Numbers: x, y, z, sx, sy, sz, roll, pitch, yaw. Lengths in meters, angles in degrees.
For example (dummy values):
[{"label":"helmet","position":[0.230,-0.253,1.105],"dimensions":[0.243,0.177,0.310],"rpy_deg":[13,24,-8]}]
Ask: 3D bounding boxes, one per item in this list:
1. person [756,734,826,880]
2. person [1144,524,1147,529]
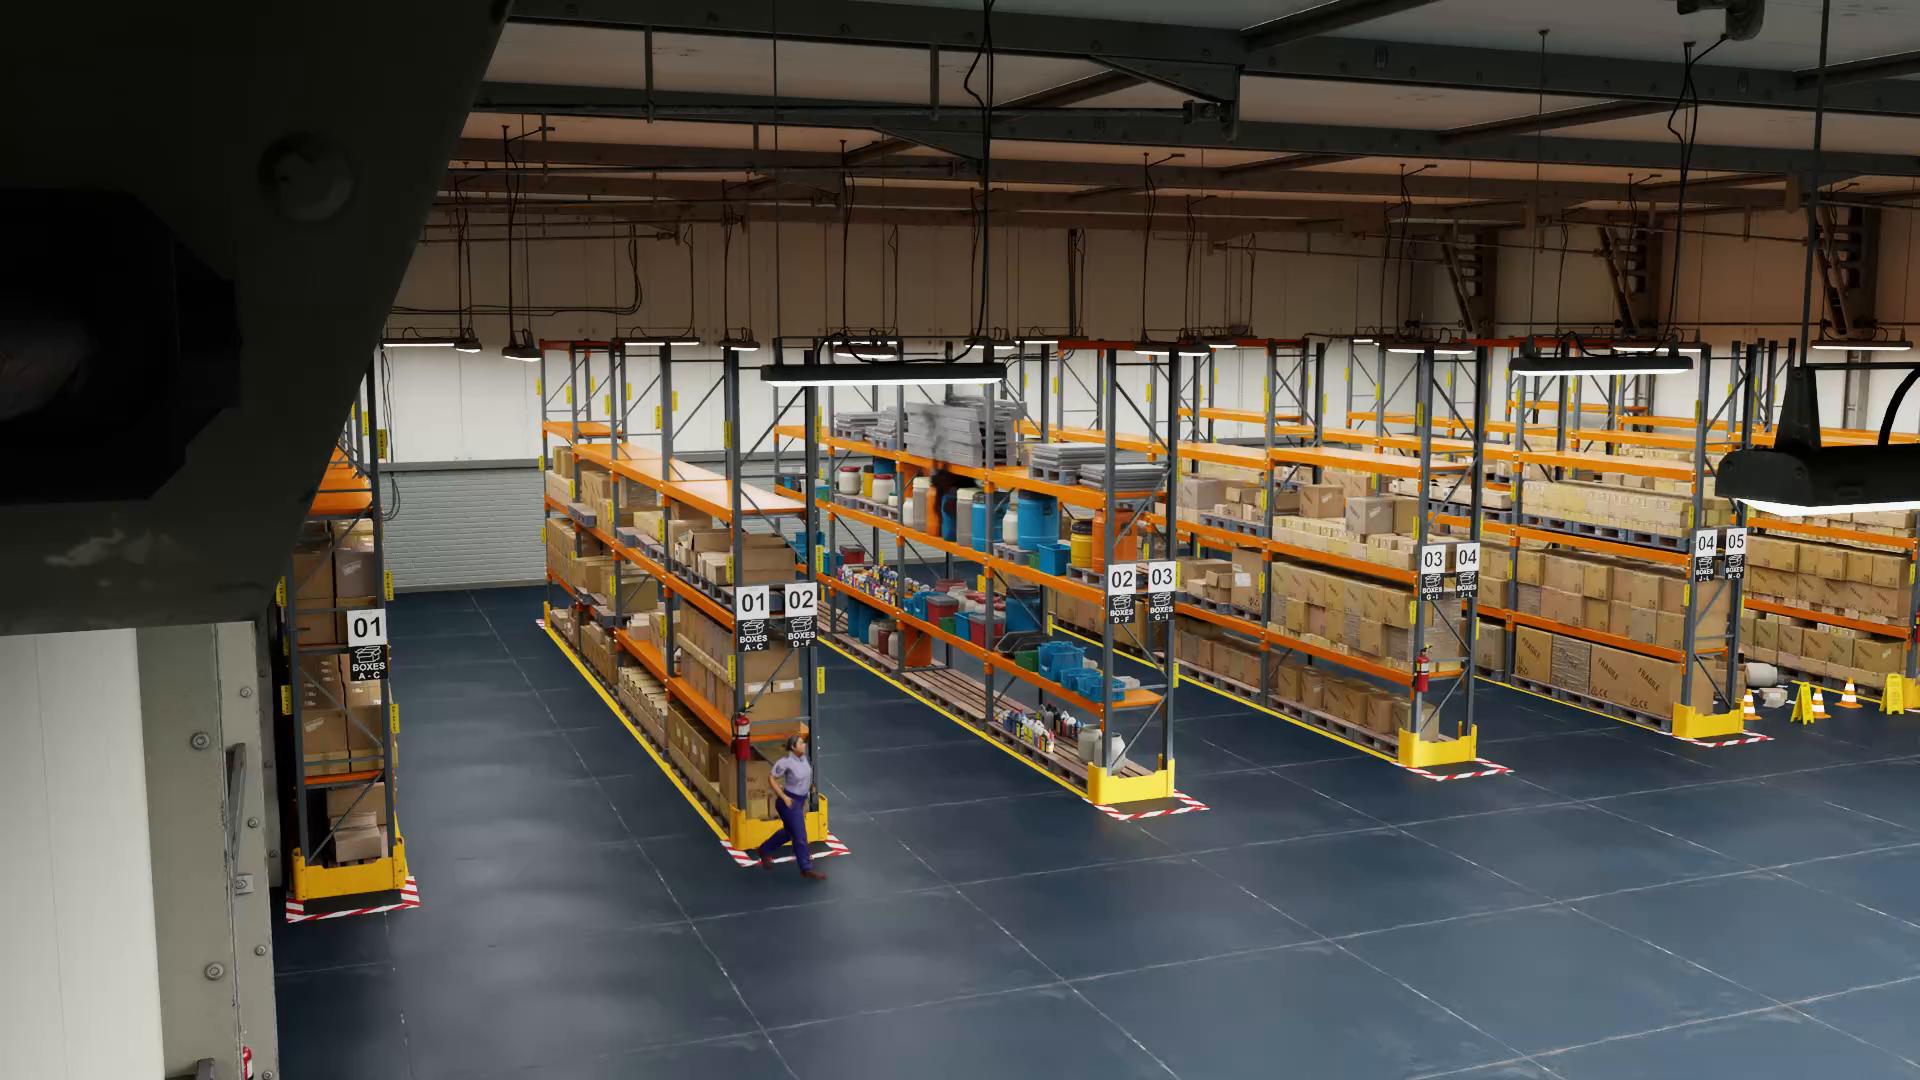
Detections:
[{"label":"person","position":[-1.922,3.022,19.088],"dimensions":[0.876,1.636,0.601],"rpy_deg":[2,8,17]},{"label":"person","position":[4.322,0.439,38.886],"dimensions":[0.723,1.698,0.540],"rpy_deg":[0,7,0]}]
